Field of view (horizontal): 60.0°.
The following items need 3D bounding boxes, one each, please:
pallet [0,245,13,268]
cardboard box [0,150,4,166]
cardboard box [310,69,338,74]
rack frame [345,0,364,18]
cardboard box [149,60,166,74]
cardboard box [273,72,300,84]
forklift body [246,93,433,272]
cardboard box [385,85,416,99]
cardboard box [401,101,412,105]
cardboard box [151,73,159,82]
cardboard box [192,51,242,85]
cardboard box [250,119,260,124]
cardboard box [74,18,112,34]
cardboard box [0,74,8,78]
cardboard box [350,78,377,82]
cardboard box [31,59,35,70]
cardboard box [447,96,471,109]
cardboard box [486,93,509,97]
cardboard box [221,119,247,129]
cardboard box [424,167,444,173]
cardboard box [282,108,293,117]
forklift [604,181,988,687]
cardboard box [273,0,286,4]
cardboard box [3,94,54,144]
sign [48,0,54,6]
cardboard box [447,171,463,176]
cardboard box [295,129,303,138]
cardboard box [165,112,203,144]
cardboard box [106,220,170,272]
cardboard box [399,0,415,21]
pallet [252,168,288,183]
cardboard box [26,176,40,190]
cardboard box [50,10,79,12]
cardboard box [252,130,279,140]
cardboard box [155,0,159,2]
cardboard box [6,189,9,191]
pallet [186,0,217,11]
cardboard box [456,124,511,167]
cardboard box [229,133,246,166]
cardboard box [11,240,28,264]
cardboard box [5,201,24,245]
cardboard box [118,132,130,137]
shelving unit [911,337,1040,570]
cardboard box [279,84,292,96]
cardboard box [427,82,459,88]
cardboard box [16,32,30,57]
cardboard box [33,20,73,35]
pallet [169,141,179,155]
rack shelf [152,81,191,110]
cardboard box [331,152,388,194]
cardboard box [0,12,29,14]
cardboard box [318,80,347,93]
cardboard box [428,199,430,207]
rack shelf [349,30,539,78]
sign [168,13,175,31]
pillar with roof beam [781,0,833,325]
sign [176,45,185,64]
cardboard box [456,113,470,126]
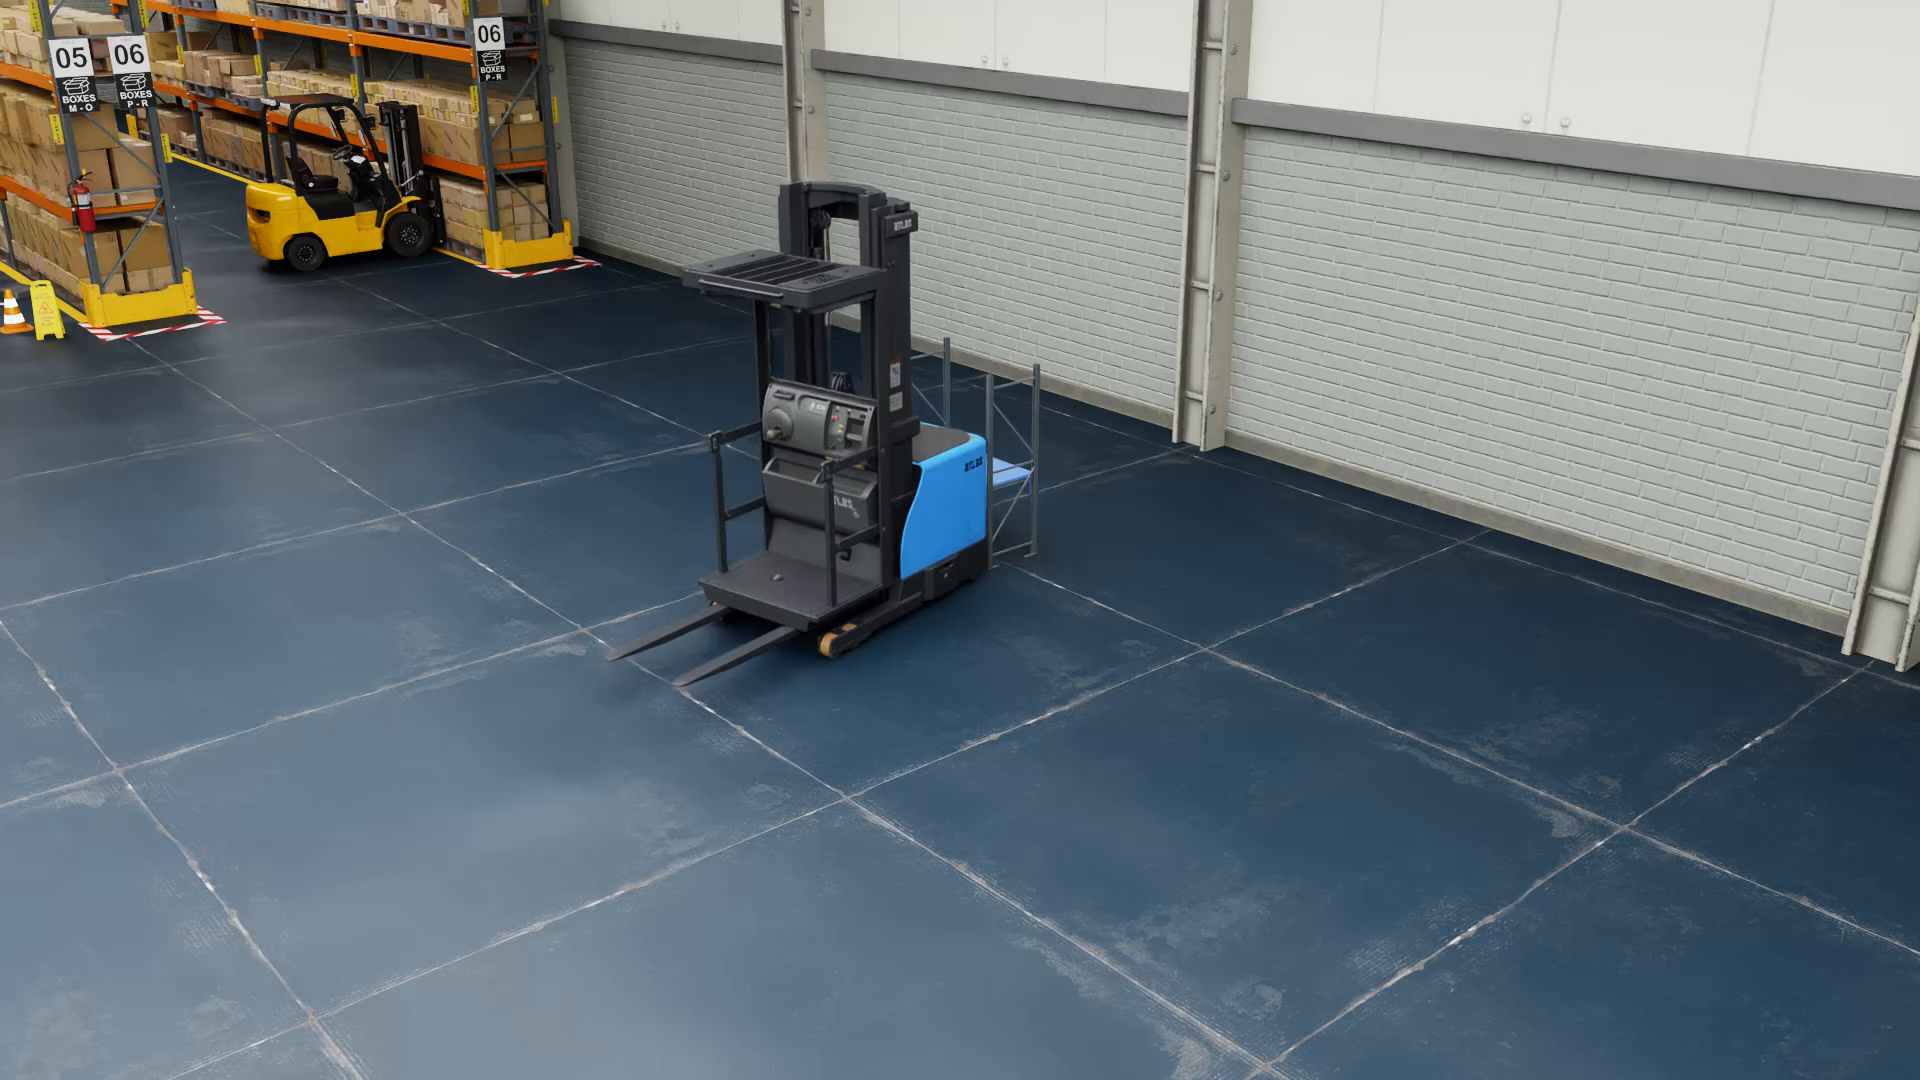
[{"bbox_3d":[-12.747,-4.034,22.993,1.003,0.211,1.213,-17,27,-37],"label":"pallet"},{"bbox_3d":[-12.161,-5.114,21.384,0.500,0.500,0.500,-18,27,-38],"label":"cardboard box"},{"bbox_3d":[-10.469,-7.666,27.417,0.380,0.149,0.250,-17,27,-36],"label":"cardboard box"},{"bbox_3d":[-8.480,-9.093,23.861,1.000,3.000,0.127,-17,27,-37],"label":"rack frame"},{"bbox_3d":[-15.208,-9.080,31.851,0.500,0.250,0.500,-18,28,-39],"label":"cardboard box"},{"bbox_3d":[-10.930,-7.522,27.049,0.380,0.149,0.250,-17,27,-36],"label":"cardboard box"},{"bbox_3d":[-8.488,-4.889,22.517,2.313,2.155,1.214,-17,27,-37],"label":"forklift body"},{"bbox_3d":[-7.994,-6.414,23.811,0.380,0.149,0.250,-17,27,-36],"label":"cardboard box"},{"bbox_3d":[-7.657,-6.137,23.514,0.380,0.149,0.250,-19,28,-39],"label":"cardboard box"},{"bbox_3d":[-15.315,-8.906,31.955,0.380,0.149,0.250,-17,27,-36],"label":"cardboard box"},{"bbox_3d":[-13.217,-8.422,29.661,0.700,0.500,0.500,-17,27,-37],"label":"cardboard box"},{"bbox_3d":[-12.576,-7.521,30.035,0.380,0.149,0.250,-17,27,-36],"label":"cardboard box"},{"bbox_3d":[-9.880,-5.876,19.011,0.380,0.149,0.250,-18,27,-38],"label":"cardboard box"},{"bbox_3d":[-13.567,-6.520,23.508,0.380,0.149,0.250,-19,28,-40],"label":"cardboard box"},{"bbox_3d":[-9.339,-7.161,26.129,0.380,0.149,0.250,-18,27,-38],"label":"cardboard box"},{"bbox_3d":[-10.406,-5.466,19.059,0.380,0.149,0.250,-16,27,-36],"label":"cardboard box"},{"bbox_3d":[-6.744,-5.944,22.612,0.380,0.149,0.250,-17,27,-37],"label":"cardboard box"},{"bbox_3d":[-6.405,-6.047,22.876,0.380,0.149,0.250,-17,27,-37],"label":"cardboard box"},{"bbox_3d":[-13.064,-7.483,29.937,0.380,0.149,0.250,-18,28,-38],"label":"cardboard box"},{"bbox_3d":[-7.742,-5.194,23.955,0.500,0.250,0.500,-16,27,-36],"label":"cardboard box"},{"bbox_3d":[-10.662,-7.014,26.985,0.500,0.250,0.500,-18,28,-39],"label":"cardboard box"},{"bbox_3d":[-1.077,-0.784,10.966,1.130,2.935,3.031,15,26,34],"label":"forklift"},{"bbox_3d":[-10.397,-8.717,26.163,0.700,0.500,0.500,-18,28,-38],"label":"cardboard box"},{"bbox_3d":[-10.861,-5.010,19.746,0.700,0.500,0.500,-18,28,-38],"label":"cardboard box"},{"bbox_3d":[-11.831,-6.886,21.630,0.100,0.325,0.005,-17,27,-37],"label":"sign"},{"bbox_3d":[-7.015,-5.174,23.906,0.500,0.250,0.500,-18,28,-38],"label":"cardboard box"},{"bbox_3d":[-11.348,-7.037,28.799,0.380,0.149,0.250,-16,27,-36],"label":"cardboard box"},{"bbox_3d":[-14.779,-7.923,31.952,0.700,0.500,0.500,-19,28,-39],"label":"cardboard box"},{"bbox_3d":[-9.960,-3.572,20.156,0.500,0.500,0.500,-19,28,-39],"label":"cardboard box"},{"bbox_3d":[-7.288,-7.423,22.857,0.797,0.503,0.637,-16,27,-36],"label":"cardboard box"},{"bbox_3d":[-11.549,-6.322,28.835,1.003,0.211,1.213,-17,27,-37],"label":"pallet"},{"bbox_3d":[-11.261,-4.418,20.496,0.380,0.149,0.250,-18,27,-38],"label":"cardboard box"},{"bbox_3d":[-10.967,-6.390,20.324,0.380,0.149,0.250,-17,27,-37],"label":"cardboard box"},{"bbox_3d":[-11.945,-6.966,28.619,0.380,0.149,0.250,-19,28,-39],"label":"cardboard box"},{"bbox_3d":[-14.643,-10.032,30.717,0.380,0.149,0.250,-18,27,-38],"label":"cardboard box"},{"bbox_3d":[-14.487,-5.036,24.756,0.950,0.372,0.625,-20,29,-41],"label":"cardboard box"},{"bbox_3d":[-12.650,-9.337,28.853,1.213,0.211,1.003,-17,27,-37],"label":"pallet"},{"bbox_3d":[-6.389,-5.315,22.303,0.500,0.500,0.500,-18,28,-39],"label":"cardboard box"},{"bbox_3d":[-12.545,-6.926,29.406,0.500,0.500,0.500,-19,28,-39],"label":"cardboard box"},{"bbox_3d":[-12.057,-3.805,21.781,0.500,0.250,0.500,-19,28,-40],"label":"cardboard box"},{"bbox_3d":[-12.057,-4.154,21.644,0.500,0.500,0.500,-16,26,-35],"label":"cardboard box"},{"bbox_3d":[-10.400,-4.677,20.267,0.500,0.500,0.500,-18,28,-38],"label":"cardboard box"},{"bbox_3d":[0.056,-0.675,12.650,0.538,1.500,1.048,-17,27,-37],"label":"shelving unit"},{"bbox_3d":[-10.660,-7.249,26.898,0.500,0.250,0.500,-16,27,-36],"label":"cardboard box"},{"bbox_3d":[-7.516,-6.567,24.204,0.380,0.149,0.250,-18,28,-38],"label":"cardboard box"},{"bbox_3d":[-10.482,-5.697,19.101,0.500,0.250,0.500,-18,28,-38],"label":"cardboard box"},{"bbox_3d":[-10.210,-5.767,18.732,0.380,0.149,0.250,-17,27,-37],"label":"cardboard box"},{"bbox_3d":[-14.950,-7.739,32.453,1.003,0.211,1.213,-17,27,-37],"label":"pallet"},{"bbox_3d":[-15.007,-8.728,32.141,1.077,0.370,4.000,-17,27,-37],"label":"rack shelf"},{"bbox_3d":[-9.329,-5.747,26.225,0.875,0.625,0.625,-18,28,-38],"label":"cardboard box"},{"bbox_3d":[-11.388,-6.257,19.983,0.380,0.149,0.250,-18,28,-38],"label":"cardboard box"},{"bbox_3d":[-9.727,-7.036,25.808,0.380,0.149,0.250,-17,27,-37],"label":"cardboard box"},{"bbox_3d":[-7.419,-4.821,23.688,0.500,0.250,0.500,-18,27,-38],"label":"cardboard box"},{"bbox_3d":[-7.174,-6.809,23.129,1.077,0.370,4.000,-17,27,-37],"label":"rack shelf"},{"bbox_3d":[-15.879,-10.428,33.475,0.100,0.325,0.005,-17,27,-37],"label":"sign"},{"bbox_3d":[-4.985,-5.712,15.230,9.100,9.000,0.400,-17,27,-37],"label":"pillar with roof beam"},{"bbox_3d":[-14.108,-8.782,30.106,0.100,0.325,0.005,-17,27,-37],"label":"sign"},{"bbox_3d":[-6.496,-5.636,22.234,0.380,0.149,0.250,-17,27,-37],"label":"cardboard box"}]
